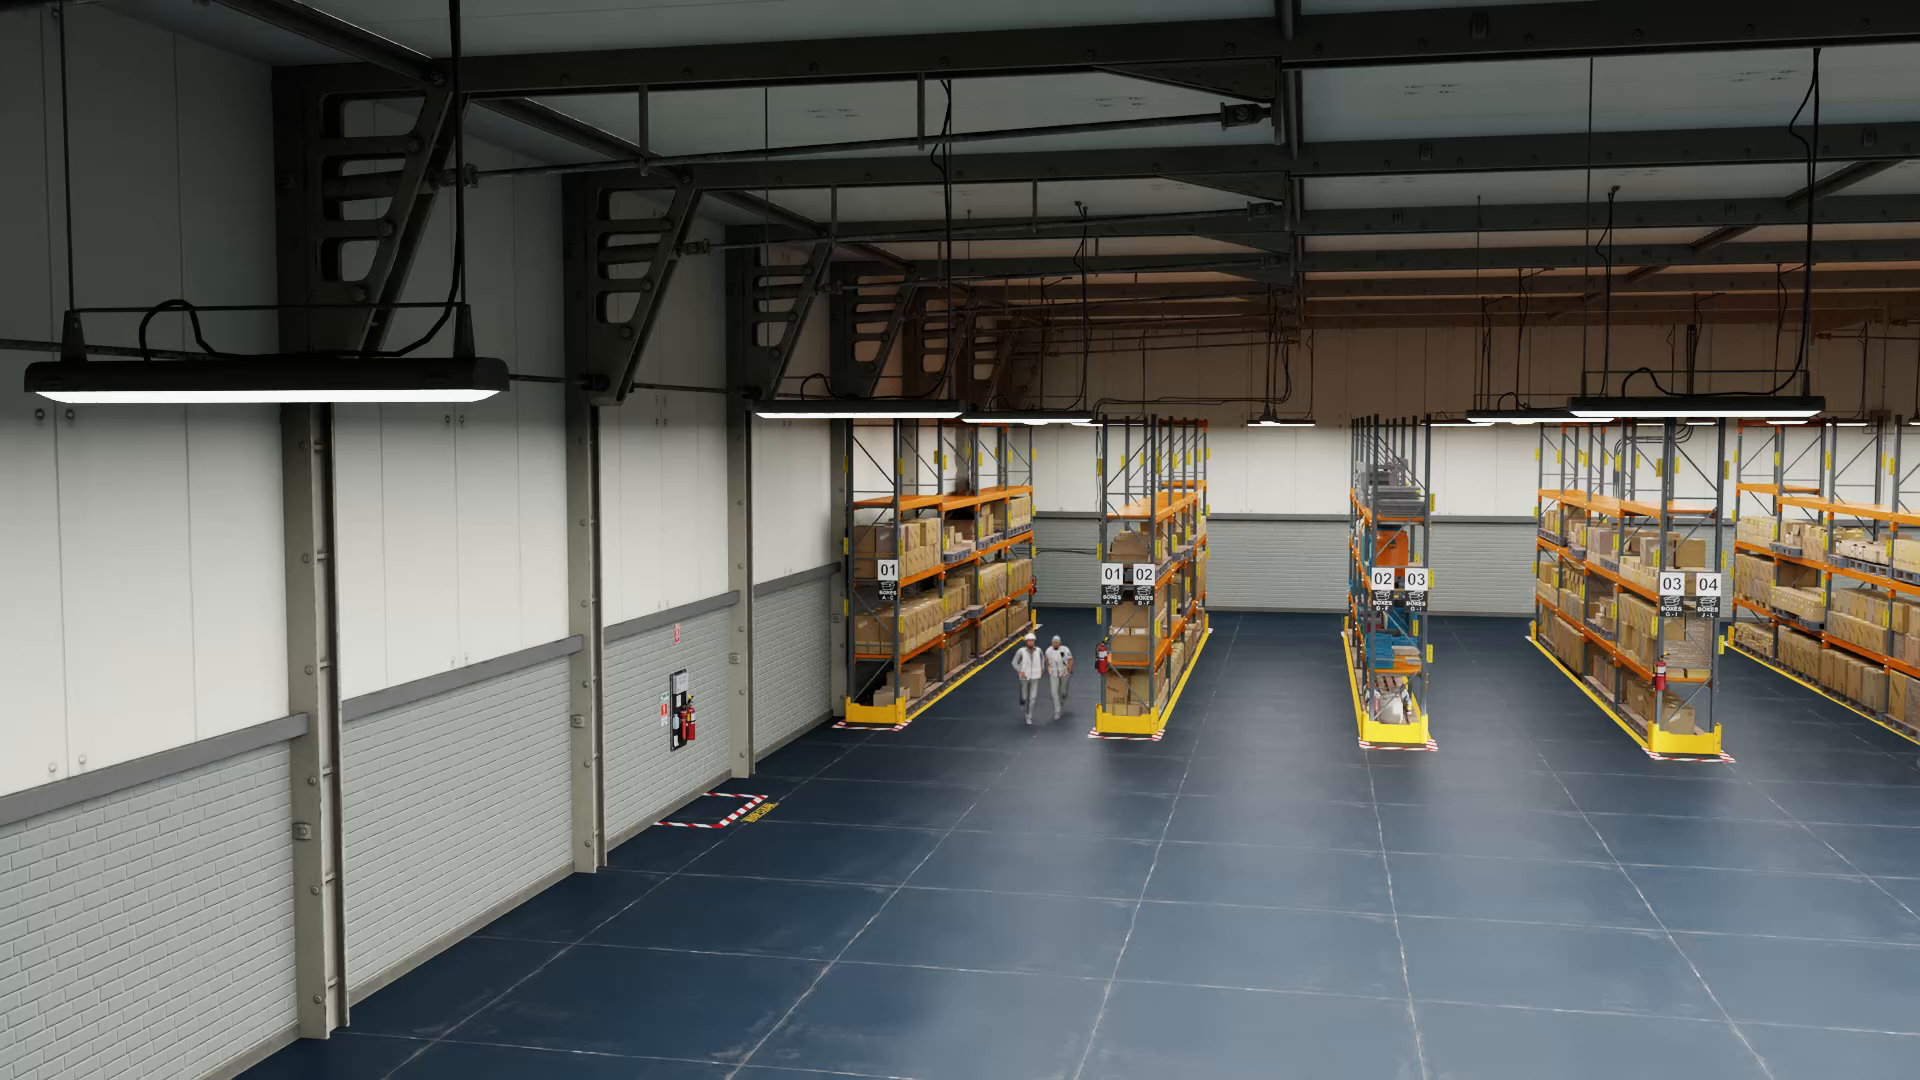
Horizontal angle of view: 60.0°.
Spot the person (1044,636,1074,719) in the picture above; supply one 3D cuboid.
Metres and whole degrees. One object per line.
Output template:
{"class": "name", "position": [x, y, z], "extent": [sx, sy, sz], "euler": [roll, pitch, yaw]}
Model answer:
{"class": "person", "position": [1.978, 2.720, 33.288], "extent": [0.606, 1.662, 0.928], "euler": [1, 4, 9]}

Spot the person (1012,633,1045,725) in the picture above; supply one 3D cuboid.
{"class": "person", "position": [1.355, 2.691, 32.594], "extent": [0.684, 1.762, 0.849], "euler": [-1, 4, -9]}
